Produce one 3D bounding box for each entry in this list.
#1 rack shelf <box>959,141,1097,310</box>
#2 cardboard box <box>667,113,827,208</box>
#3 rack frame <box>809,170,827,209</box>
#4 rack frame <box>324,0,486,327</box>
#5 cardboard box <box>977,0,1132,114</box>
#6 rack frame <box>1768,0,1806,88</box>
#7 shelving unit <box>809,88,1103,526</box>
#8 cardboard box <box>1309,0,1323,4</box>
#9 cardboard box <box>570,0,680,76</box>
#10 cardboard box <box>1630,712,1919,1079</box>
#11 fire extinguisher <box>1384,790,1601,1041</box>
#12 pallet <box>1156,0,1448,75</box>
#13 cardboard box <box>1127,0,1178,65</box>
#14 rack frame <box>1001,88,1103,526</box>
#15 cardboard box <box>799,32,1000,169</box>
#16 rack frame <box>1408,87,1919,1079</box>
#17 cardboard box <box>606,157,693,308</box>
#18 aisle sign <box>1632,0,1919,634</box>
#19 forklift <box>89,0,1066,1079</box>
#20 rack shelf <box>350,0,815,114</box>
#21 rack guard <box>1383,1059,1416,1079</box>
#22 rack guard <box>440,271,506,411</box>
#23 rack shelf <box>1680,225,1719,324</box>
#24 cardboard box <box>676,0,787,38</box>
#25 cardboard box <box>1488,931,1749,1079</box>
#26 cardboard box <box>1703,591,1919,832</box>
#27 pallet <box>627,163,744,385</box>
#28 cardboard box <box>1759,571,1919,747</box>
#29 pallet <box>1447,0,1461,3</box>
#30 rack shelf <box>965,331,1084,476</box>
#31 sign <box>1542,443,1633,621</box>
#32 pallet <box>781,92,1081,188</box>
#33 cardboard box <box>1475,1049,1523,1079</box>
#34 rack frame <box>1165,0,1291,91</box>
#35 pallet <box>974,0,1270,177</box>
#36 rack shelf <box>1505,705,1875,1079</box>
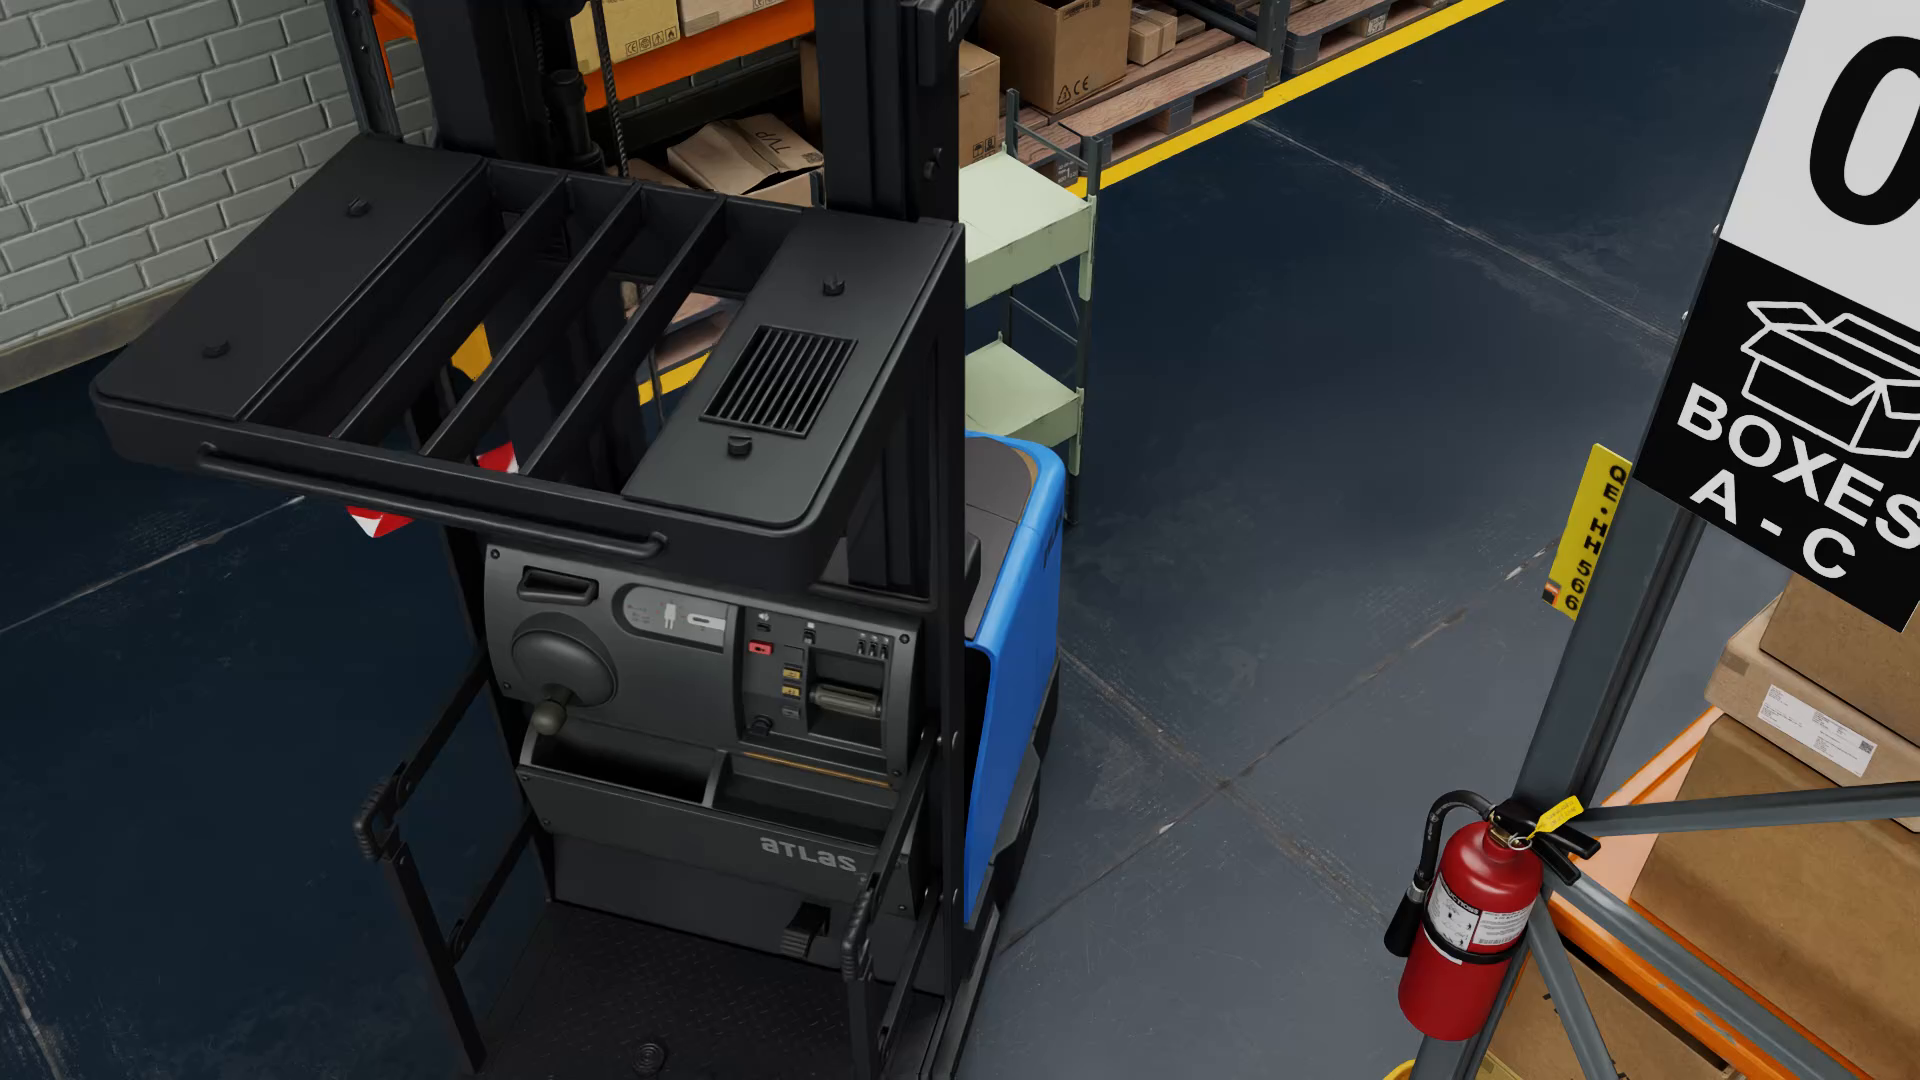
[{"bbox_3d":[-0.005,-0.828,4.966,0.720,0.370,0.431,-30,51,-28],"label":"rack shelf"},{"bbox_3d":[-0.848,-1.486,6.784,0.500,0.311,0.500,-26,49,-25],"label":"cardboard box"},{"bbox_3d":[-0.286,-0.383,5.062,0.023,1.500,0.400,-30,51,-28],"label":"rack frame"},{"bbox_3d":[-1.874,-1.799,5.474,0.127,3.000,1.000,-30,51,-28],"label":"rack frame"},{"bbox_3d":[0.424,-2.328,7.542,0.500,0.500,0.500,-34,53,-31],"label":"cardboard box"},{"bbox_3d":[1.307,-1.386,0.653,0.127,3.000,1.000,-30,51,-28],"label":"rack frame"},{"bbox_3d":[-0.005,-0.544,5.233,0.755,1.500,0.431,-30,51,-28],"label":"shelving unit"},{"bbox_3d":[1.748,-3.137,8.404,0.500,0.500,0.700,-28,50,-27],"label":"cardboard box"},{"bbox_3d":[-1.296,-1.799,5.569,0.500,0.250,0.500,-31,51,-29],"label":"cardboard box"},{"bbox_3d":[1.673,0.566,2.883,0.500,0.500,0.700,-30,51,-28],"label":"cardboard box"},{"bbox_3d":[0.918,0.637,2.937,0.183,0.674,0.296,-30,51,-28],"label":"fire extinguisher"},{"bbox_3d":[1.790,-2.882,8.665,1.213,0.211,1.003,-30,51,-28],"label":"pallet"},{"bbox_3d":[0.803,-2.433,7.897,0.380,0.166,0.250,32,52,30],"label":"cardboard box"},{"bbox_3d":[0.276,-0.705,5.405,0.023,1.500,0.400,-30,51,-28],"label":"rack frame"},{"bbox_3d":[-0.254,-1.851,7.034,0.500,0.500,0.700,-33,52,-30],"label":"cardboard box"},{"bbox_3d":[1.307,0.801,2.706,0.127,3.000,1.000,-30,51,-28],"label":"rack frame"},{"bbox_3d":[-1.286,-1.236,6.517,0.500,0.311,0.500,33,52,30],"label":"cardboard box"},{"bbox_3d":[1.068,-0.272,1.950,0.004,0.787,0.394,-30,51,-28],"label":"aisle sign"},{"bbox_3d":[-0.594,0.344,3.243,1.130,2.935,3.031,11,44,11],"label":"forklift"},{"bbox_3d":[-0.340,-2.415,6.656,4.000,0.370,1.077,-30,51,-28],"label":"rack shelf"},{"bbox_3d":[1.289,1.722,3.551,0.348,0.500,1.175,-30,51,-28],"label":"rack guard"},{"bbox_3d":[-1.816,-0.921,6.366,0.348,0.500,1.175,-30,51,-28],"label":"rack guard"},{"bbox_3d":[2.841,-0.909,2.861,4.000,0.370,1.077,-30,51,-28],"label":"rack shelf"},{"bbox_3d":[-0.907,-2.035,5.820,0.500,0.250,0.500,-31,52,-29],"label":"cardboard box"},{"bbox_3d":[1.527,0.985,3.664,0.500,0.500,0.500,-30,51,-28],"label":"cardboard box"},{"bbox_3d":[1.478,0.260,2.735,0.250,0.149,0.380,-31,51,-28],"label":"cardboard box"},{"bbox_3d":[-1.170,-1.154,6.825,1.213,0.211,1.003,-30,51,-28],"label":"pallet"},{"bbox_3d":[1.714,0.070,2.464,0.500,0.500,0.700,-30,51,-28],"label":"cardboard box"},{"bbox_3d":[2.727,-3.421,9.238,1.213,0.211,1.003,-30,51,-28],"label":"pallet"},{"bbox_3d":[-0.005,-0.306,5.457,0.720,0.370,0.431,-30,51,-28],"label":"rack shelf"},{"bbox_3d":[0.969,0.001,2.539,0.005,0.325,0.100,-30,51,-28],"label":"sign"},{"bbox_3d":[-0.235,-1.687,7.392,1.213,0.211,1.003,-30,51,-28],"label":"pallet"},{"bbox_3d":[1.529,1.259,3.920,0.500,0.250,0.500,-30,51,-28],"label":"cardboard box"},{"bbox_3d":[1.194,-3.556,7.345,0.127,3.000,1.000,-30,51,-28],"label":"rack frame"},{"bbox_3d":[0.702,-2.226,7.966,1.213,0.211,1.003,-30,51,-28],"label":"pallet"},{"bbox_3d":[2.841,0.184,3.888,4.000,0.370,1.077,-30,51,-28],"label":"rack shelf"}]
